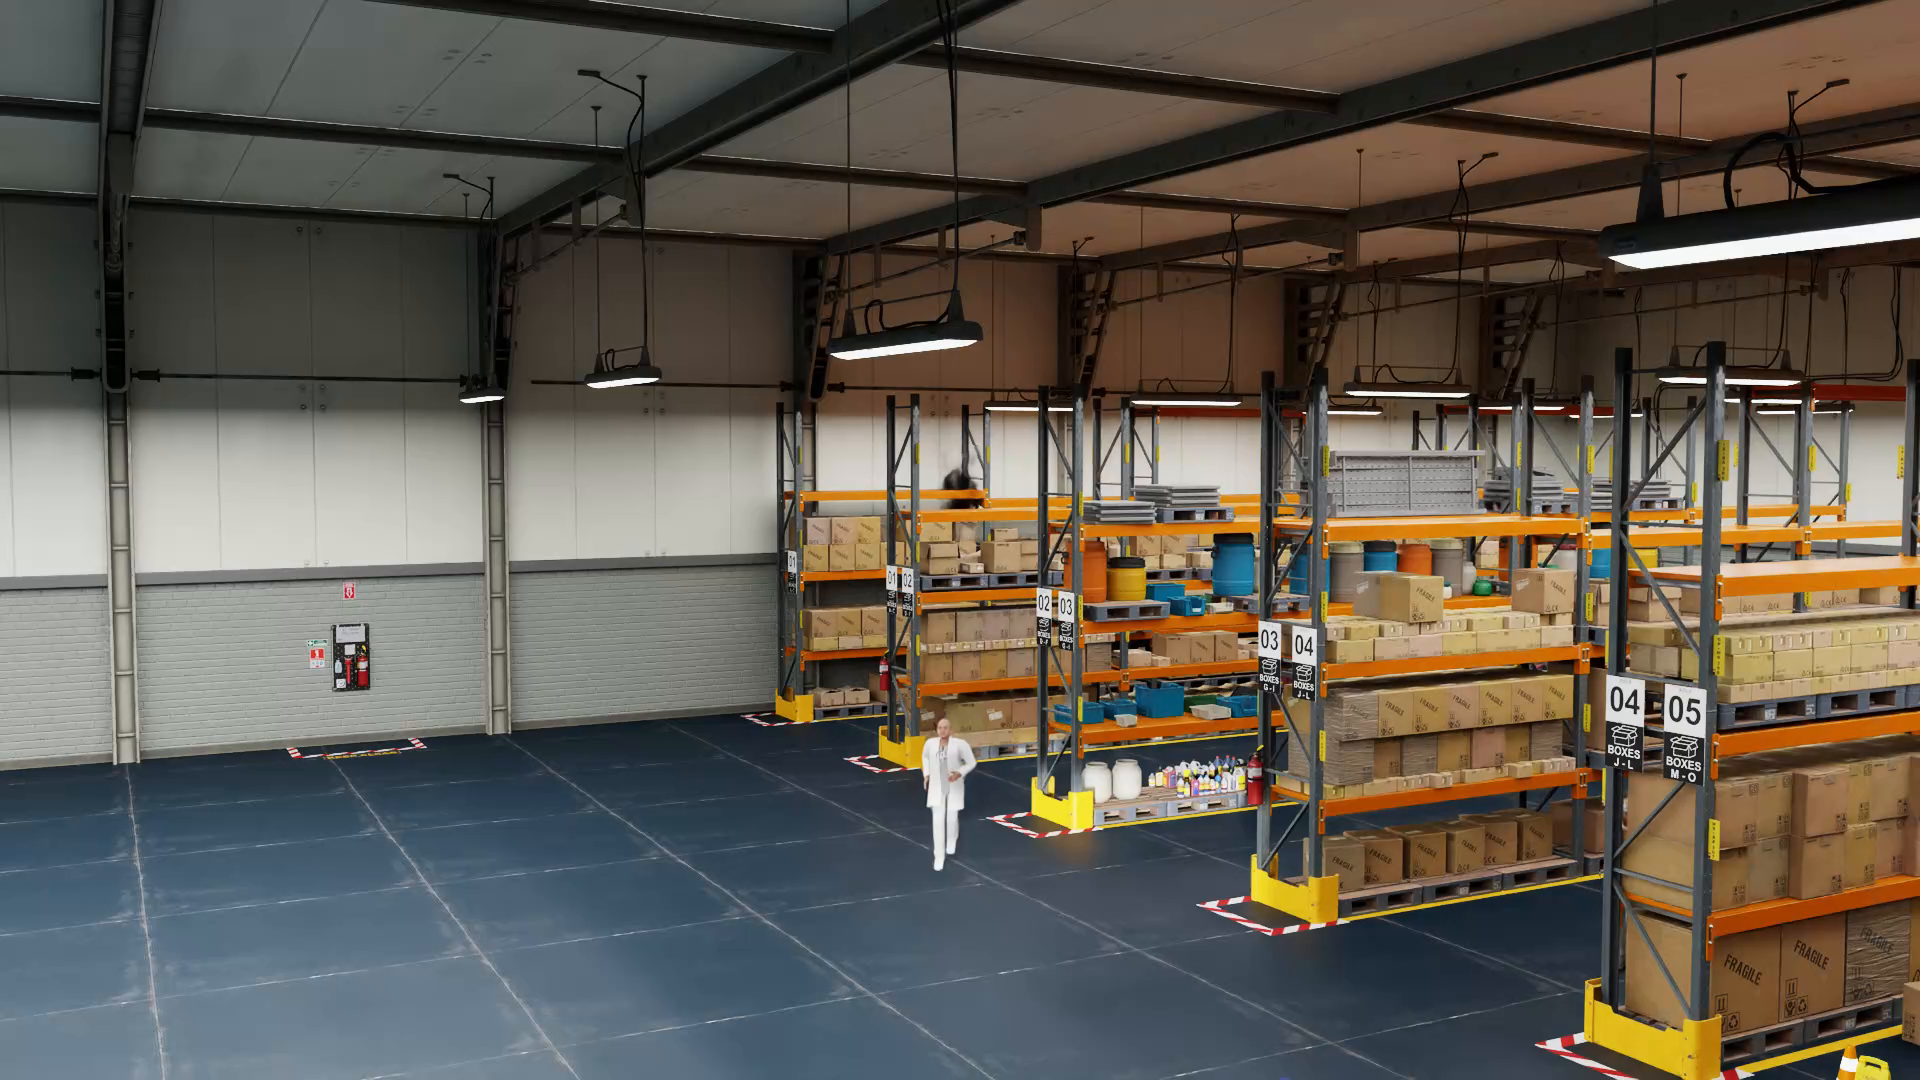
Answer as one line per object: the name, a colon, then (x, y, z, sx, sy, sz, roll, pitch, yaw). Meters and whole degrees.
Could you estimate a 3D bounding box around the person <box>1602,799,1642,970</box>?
person: (6.653, 3.391, 16.538, 0.681, 1.679, 0.588, -3, 4, -40)

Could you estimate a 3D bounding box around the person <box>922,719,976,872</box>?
person: (-0.144, 3.106, 20.596, 0.701, 1.823, 0.922, 0, 3, 7)
